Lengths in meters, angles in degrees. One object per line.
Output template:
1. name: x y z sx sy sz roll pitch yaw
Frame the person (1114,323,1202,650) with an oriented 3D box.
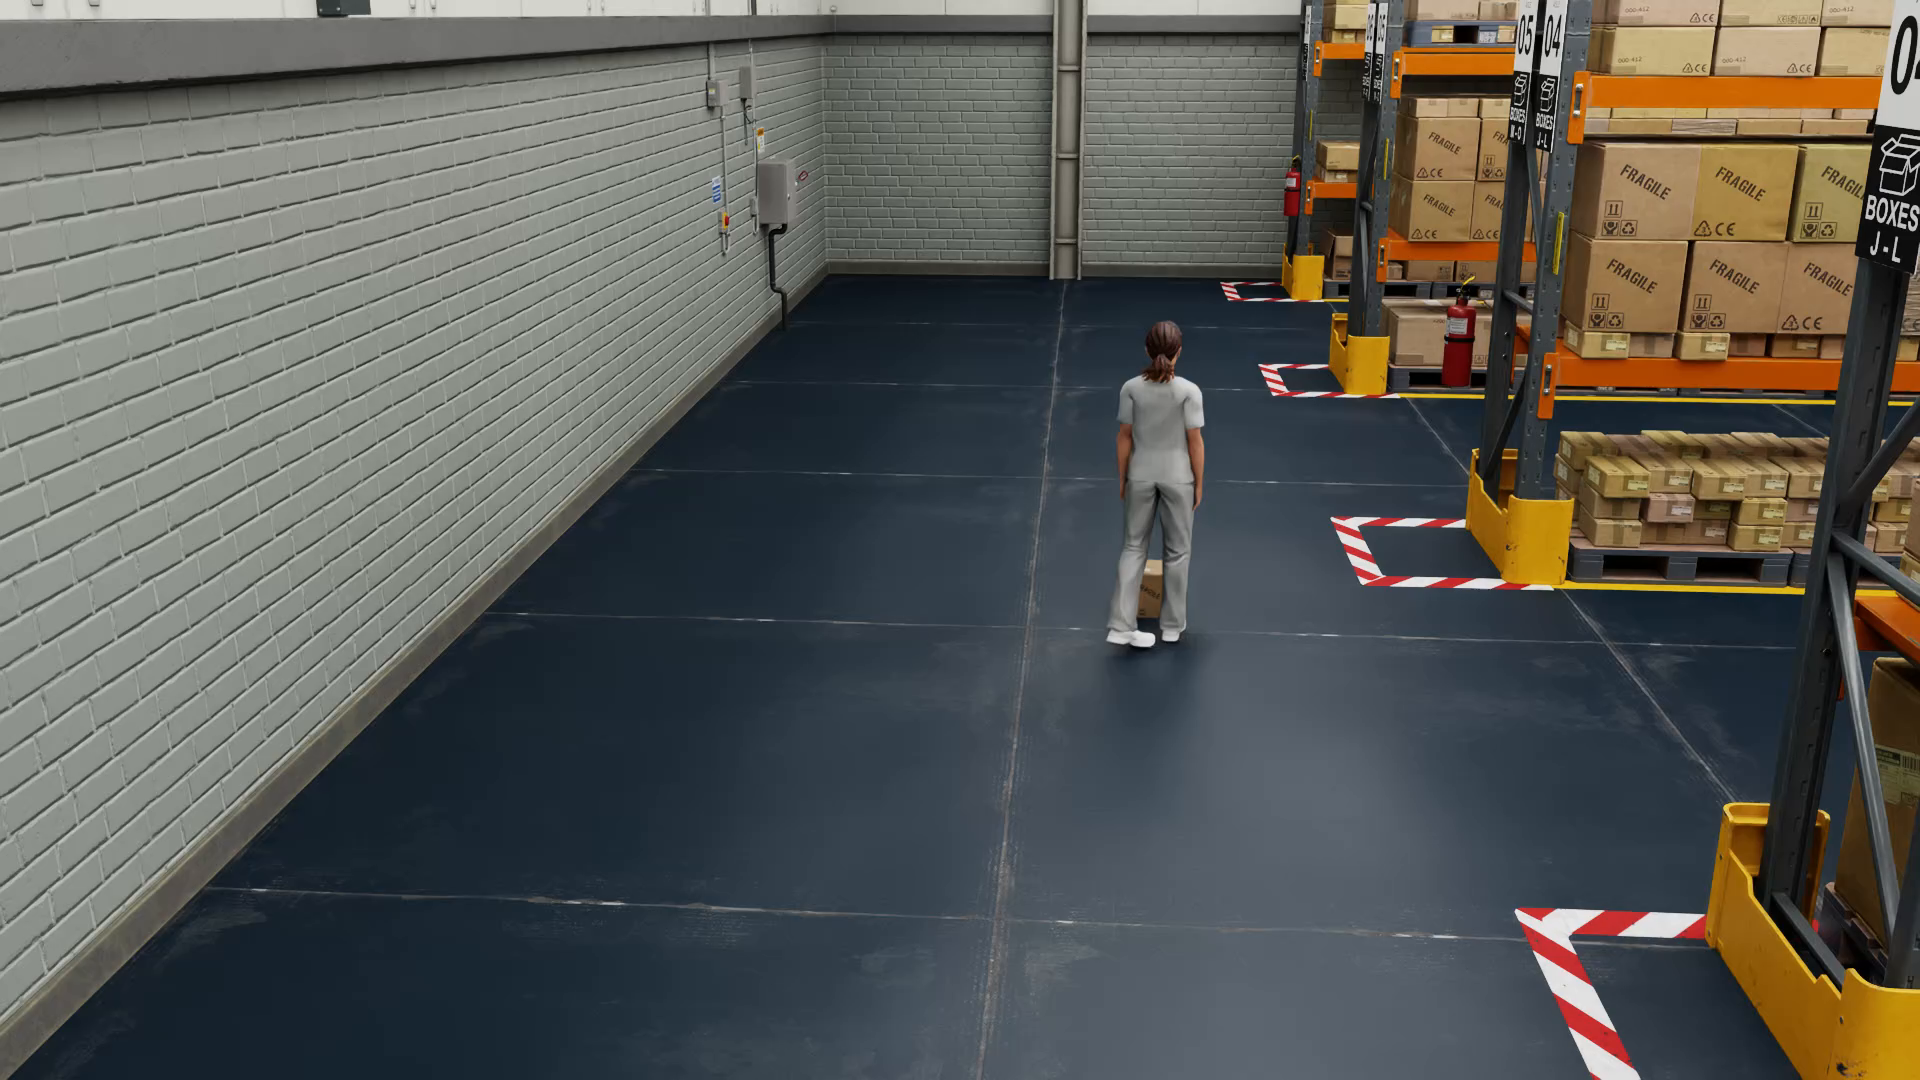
1. person: 0.989 -0.257 8.397 0.436 1.678 0.358 2 18 5
